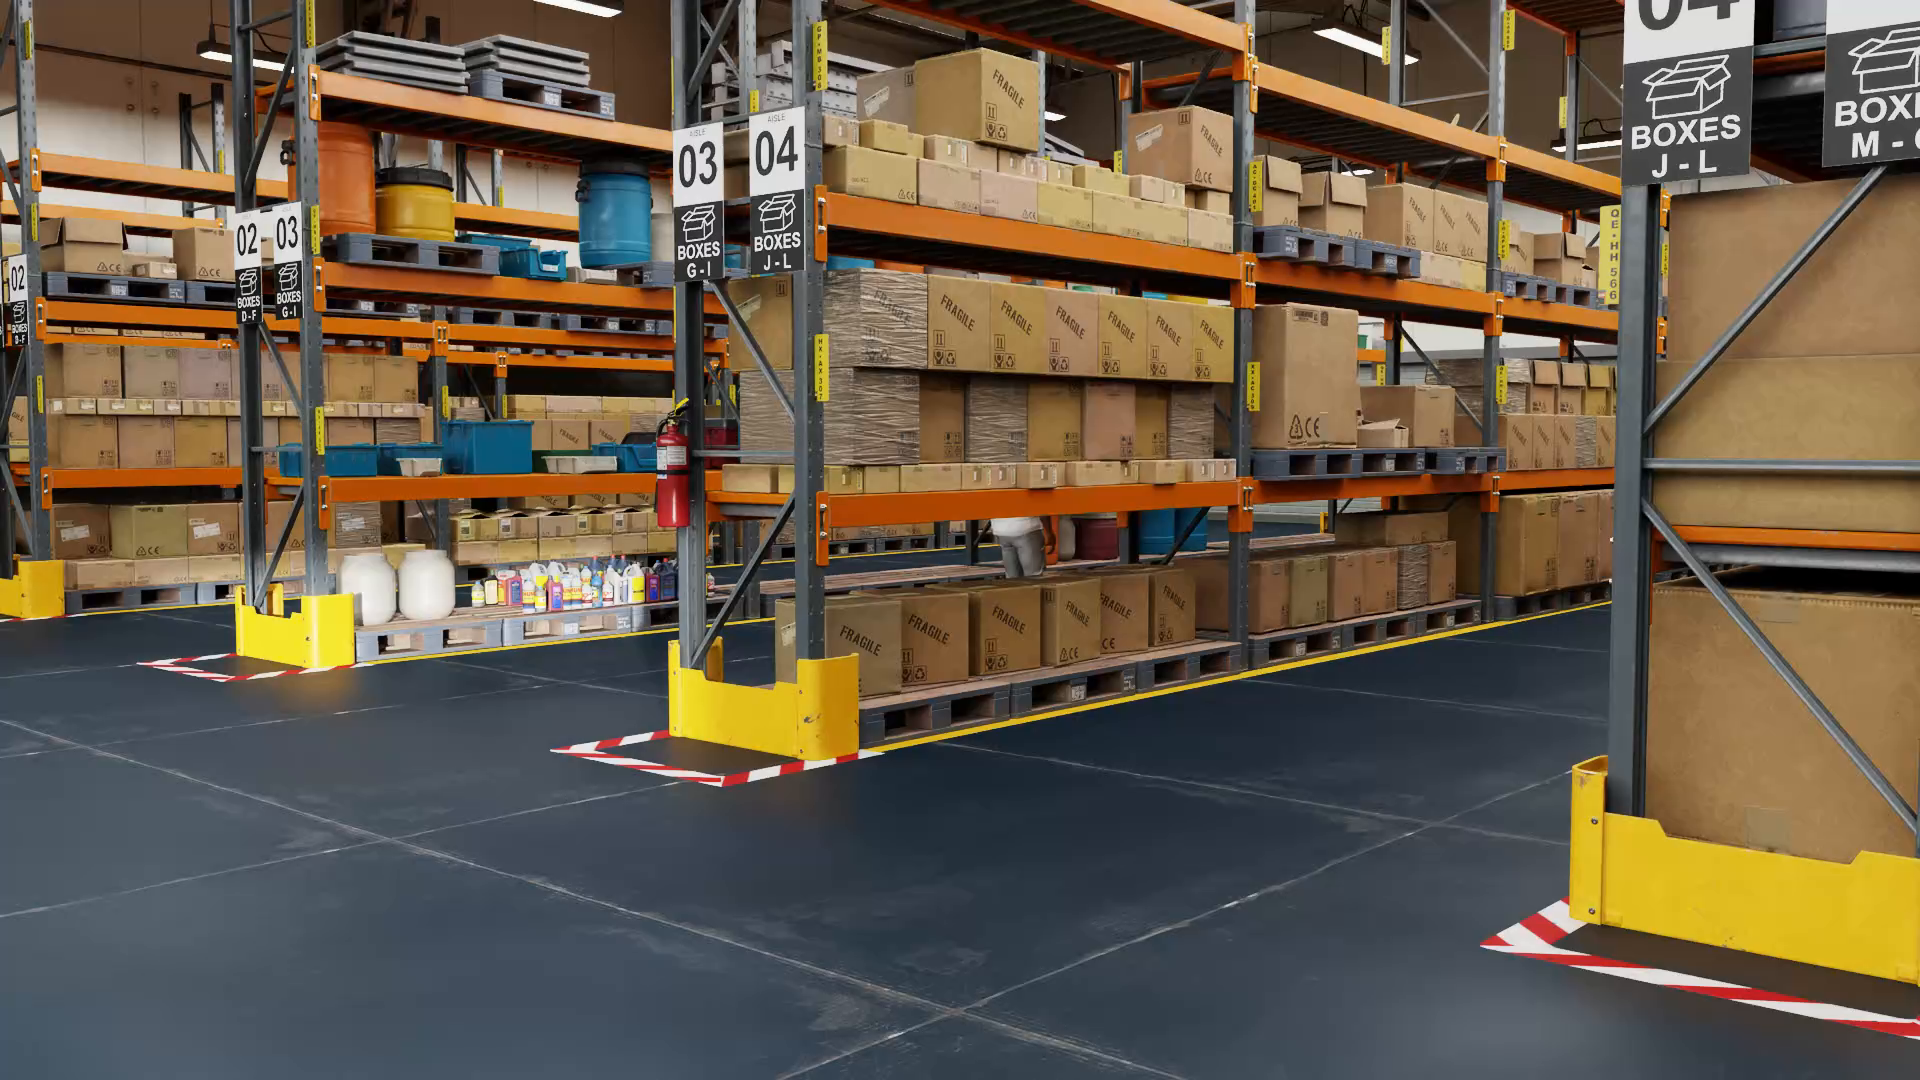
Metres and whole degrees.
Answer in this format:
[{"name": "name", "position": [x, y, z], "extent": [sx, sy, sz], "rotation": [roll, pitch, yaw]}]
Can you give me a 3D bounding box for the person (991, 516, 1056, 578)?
[{"name": "person", "position": [0.493, -0.065, 12.647], "extent": [0.462, 1.760, 0.636], "rotation": [-3, 4, -37]}]
